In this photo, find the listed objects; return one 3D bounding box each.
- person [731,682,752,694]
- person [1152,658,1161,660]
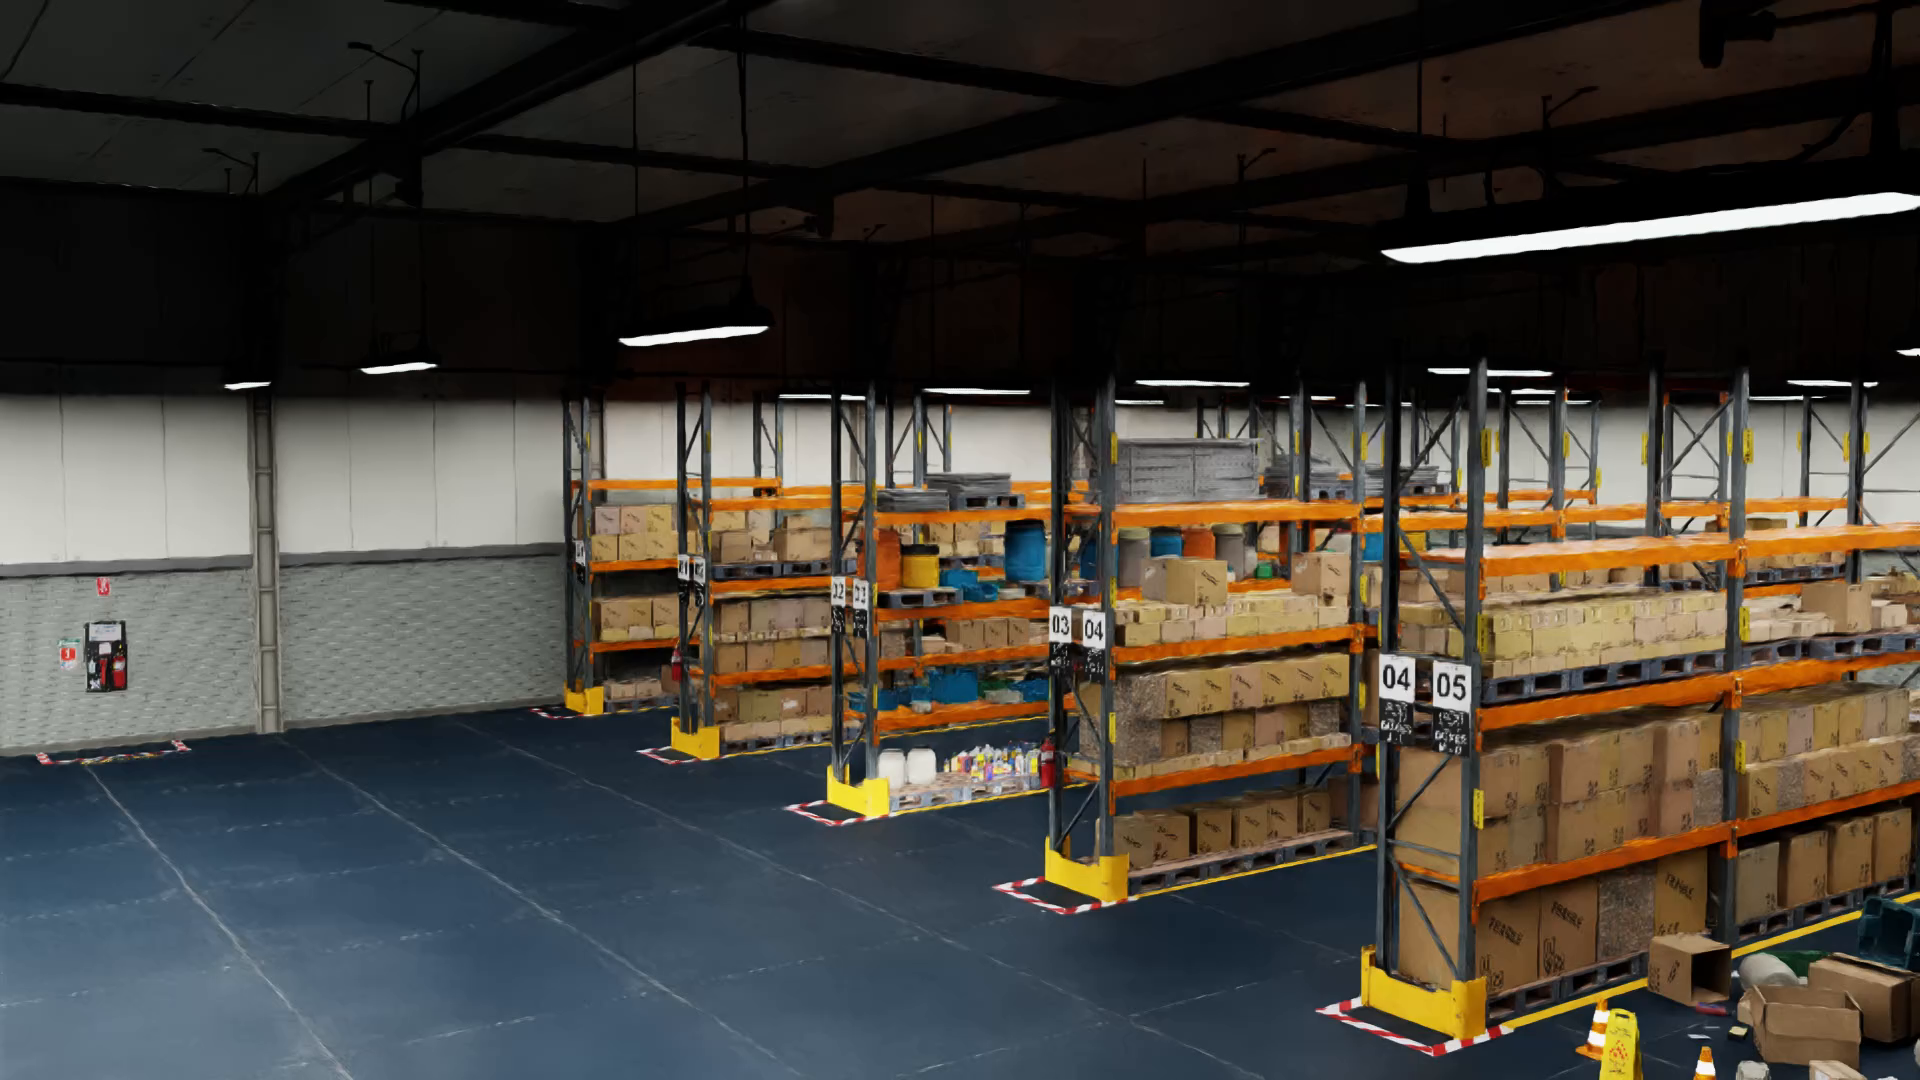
[{"bbox_3d":[-3.979,2.373,30.348,0.464,1.673,0.579,2,4,26],"label":"person"},{"bbox_3d":[3.323,2.502,27.851,0.669,1.719,0.591,-1,4,-10],"label":"person"}]
